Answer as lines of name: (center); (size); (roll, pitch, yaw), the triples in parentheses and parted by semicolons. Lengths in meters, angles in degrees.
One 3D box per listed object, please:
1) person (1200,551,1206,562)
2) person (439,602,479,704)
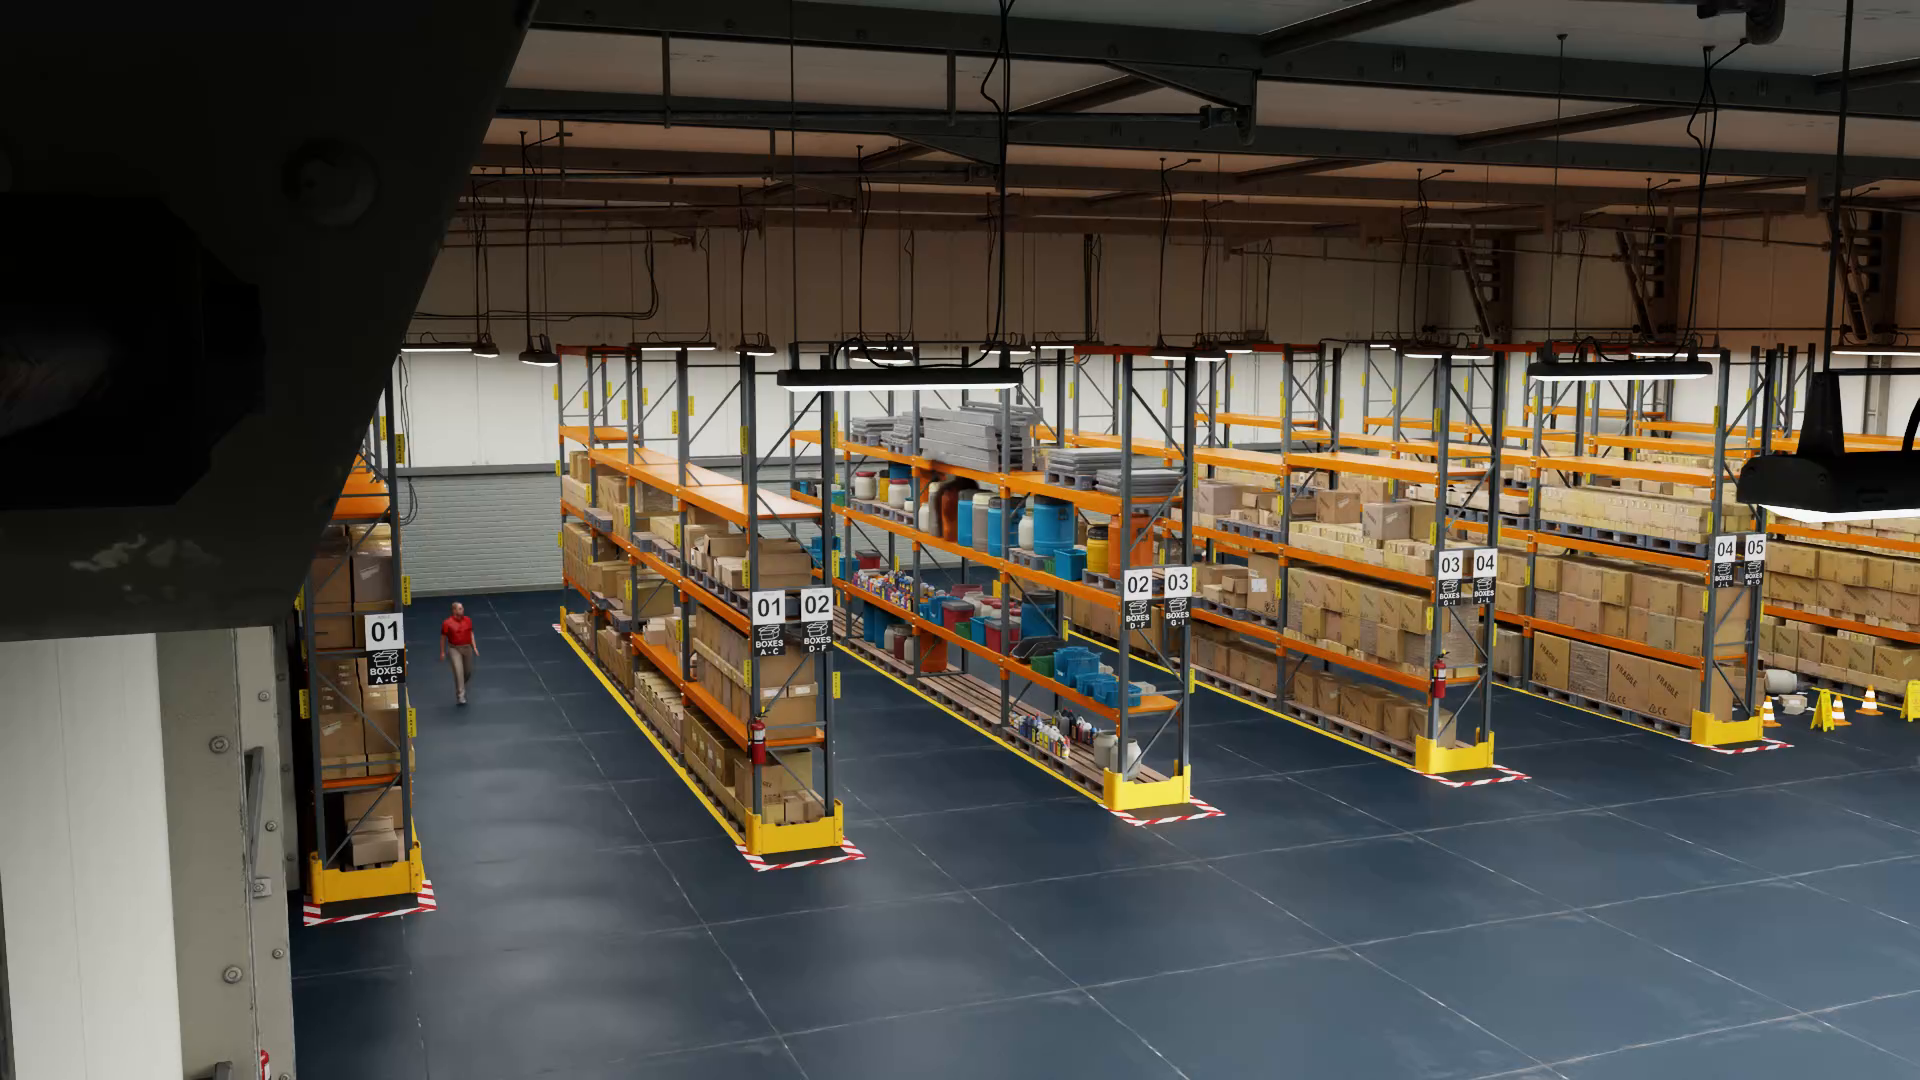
person: (5.088, 1.090, 34.217); (0.654, 1.734, 0.979); (-2, 8, -15)
person: (-8.550, 1.895, 28.367); (0.651, 1.682, 0.960); (-5, 9, -32)
